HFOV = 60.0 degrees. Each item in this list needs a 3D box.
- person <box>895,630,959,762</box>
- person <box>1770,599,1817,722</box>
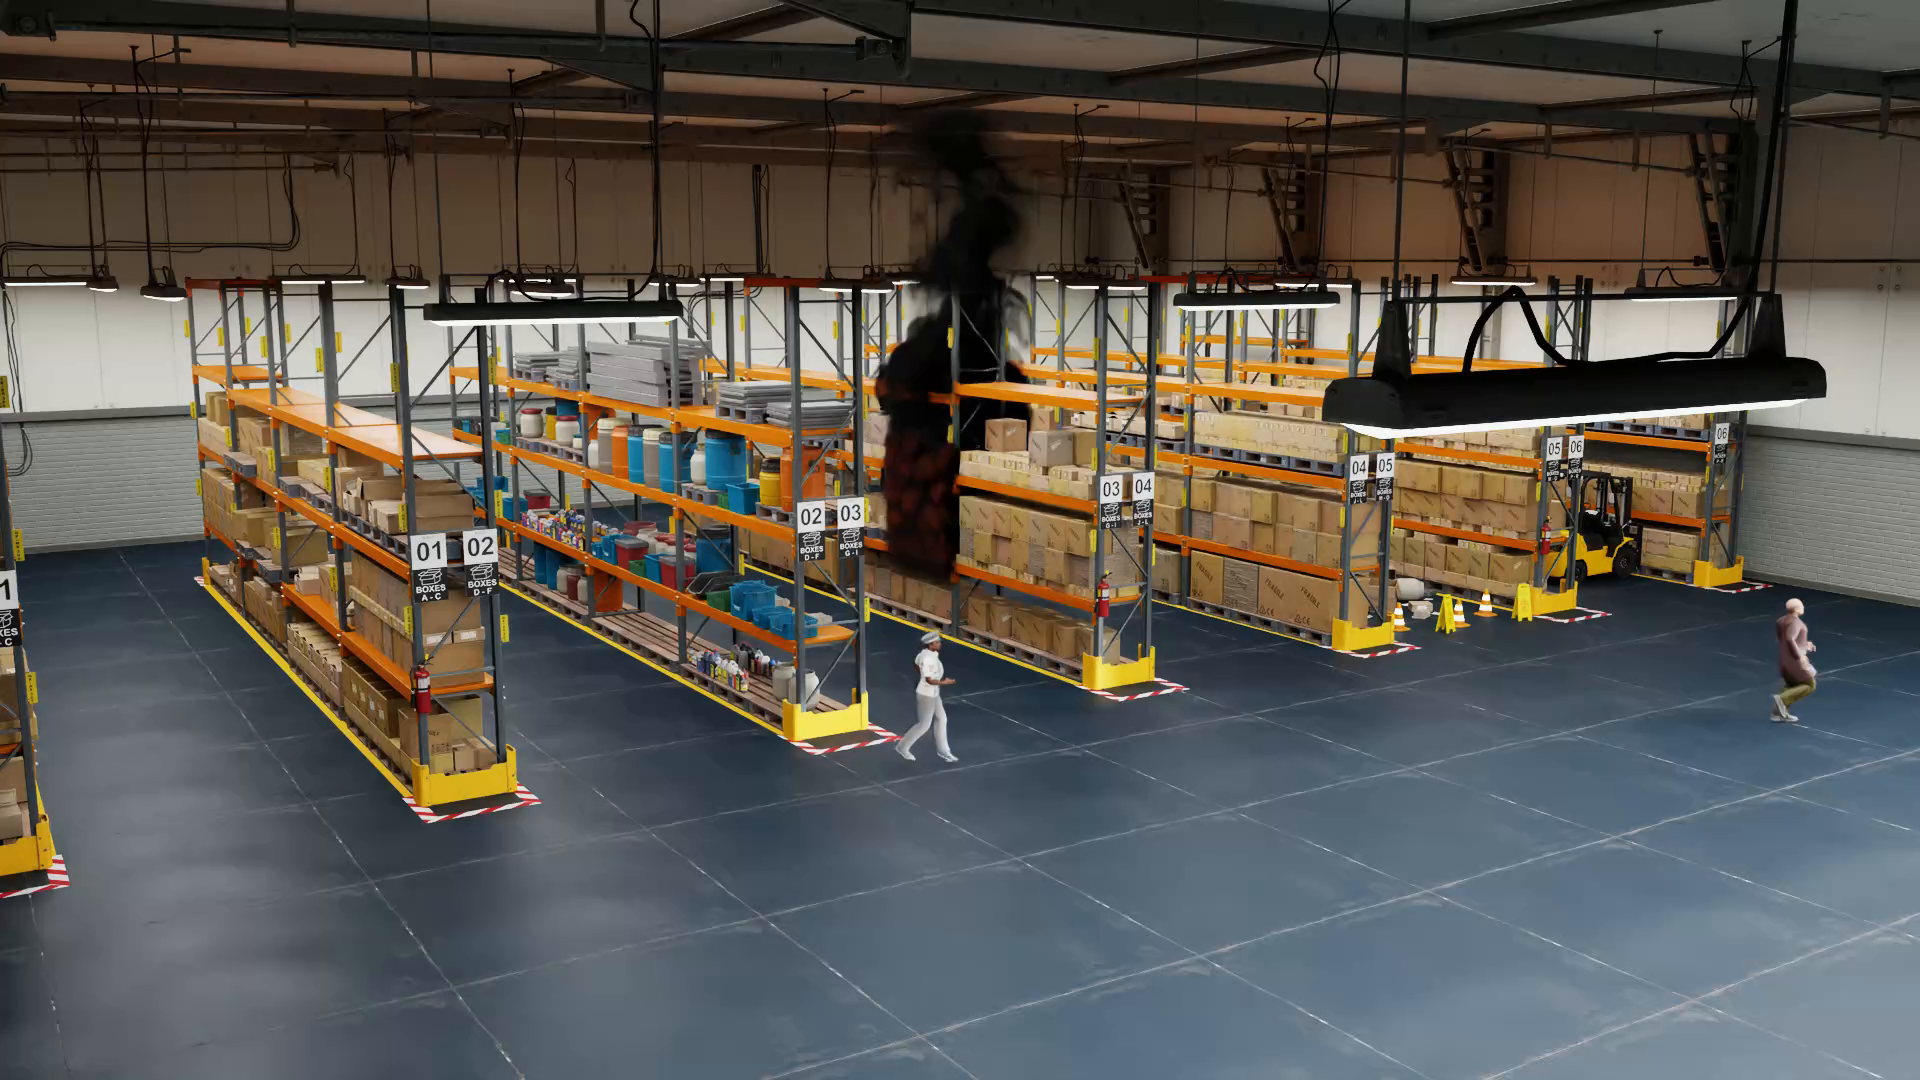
[{"bbox_3d":[-0.424,2.001,21.098,0.809,1.729,0.595,0,10,3],"label":"person"},{"bbox_3d":[11.511,1.662,22.914,0.628,1.732,0.704,0,10,1],"label":"person"}]
